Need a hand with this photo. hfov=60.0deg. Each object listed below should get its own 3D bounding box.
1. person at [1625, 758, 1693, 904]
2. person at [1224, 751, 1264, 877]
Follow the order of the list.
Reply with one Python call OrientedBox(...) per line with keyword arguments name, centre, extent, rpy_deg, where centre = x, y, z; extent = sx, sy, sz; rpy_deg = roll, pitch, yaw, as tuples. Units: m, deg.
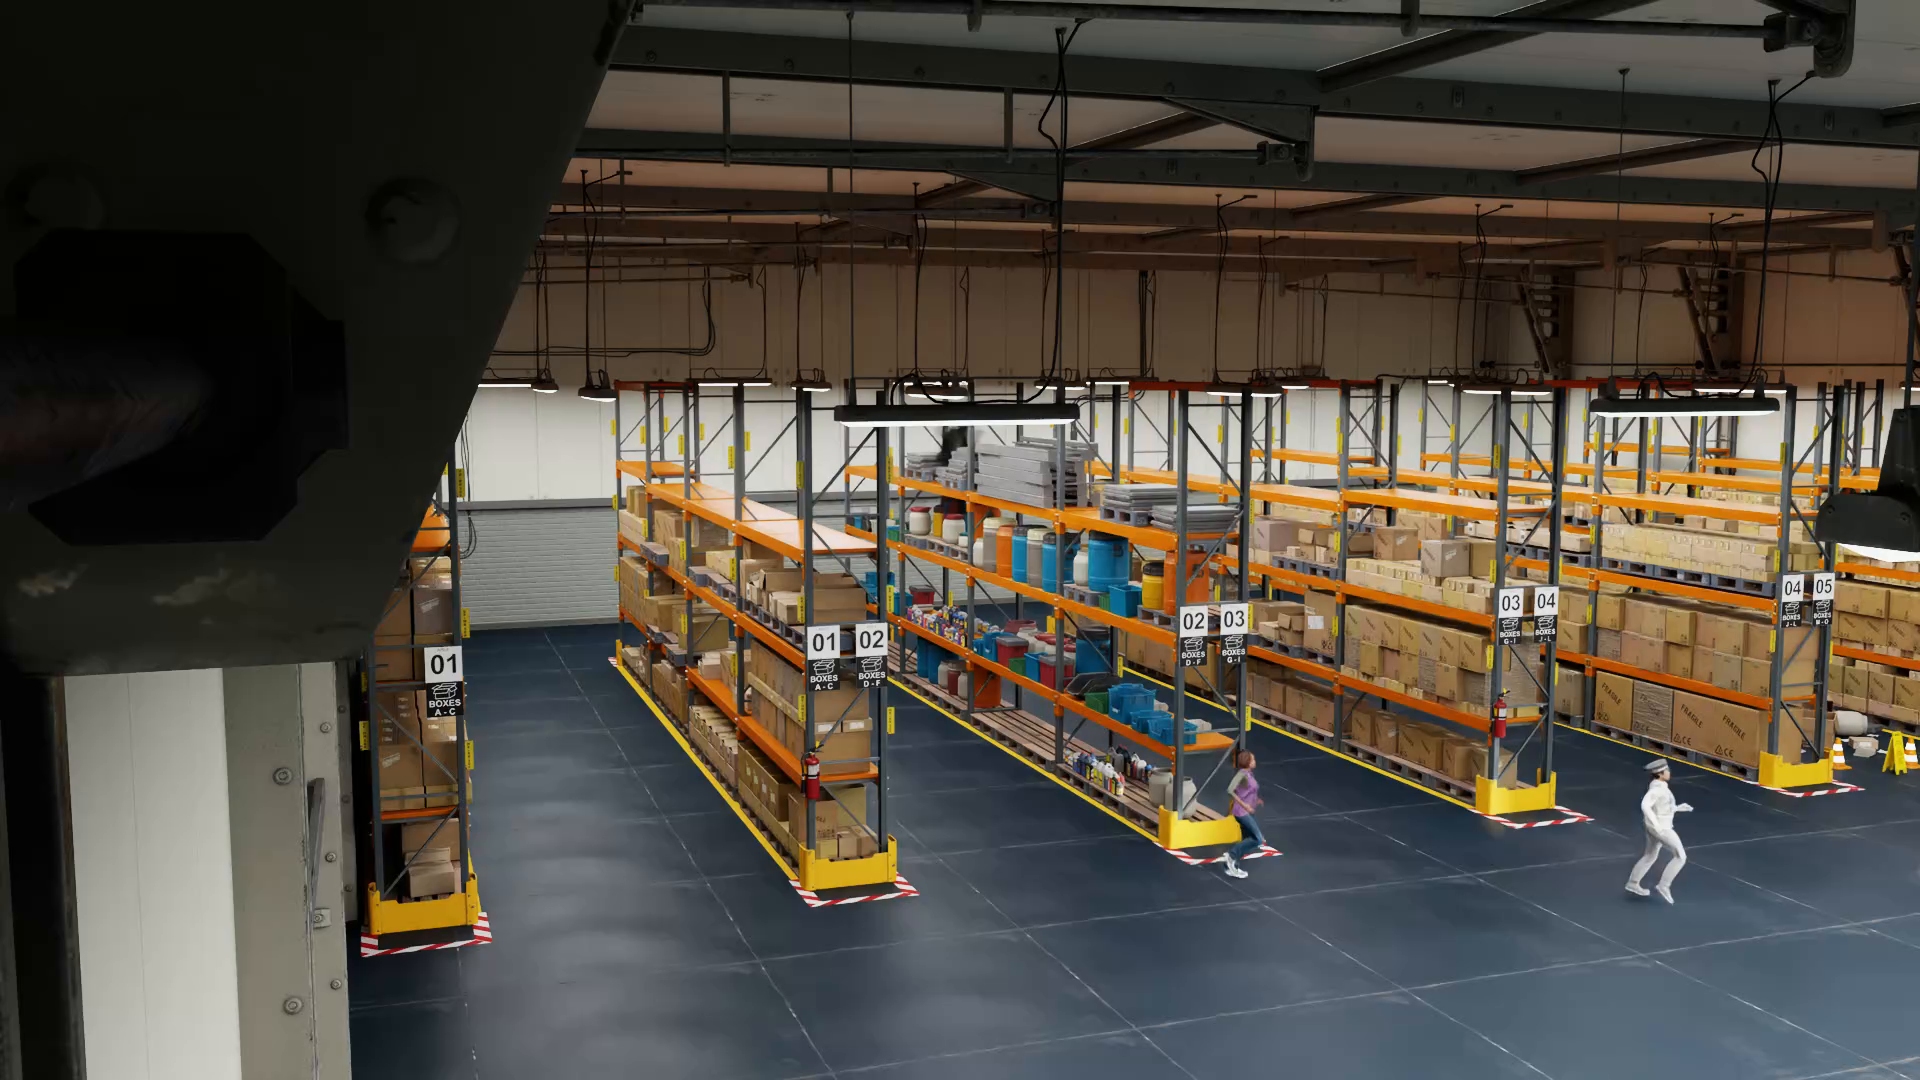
OrientedBox(name="person", centre=(8.251, 3.424, 19.600), extent=(0.708, 1.726, 0.580), rpy_deg=(1, 6, 10))
OrientedBox(name="person", centre=(3.536, 3.385, 20.567), extent=(0.467, 1.554, 0.569), rpy_deg=(2, 6, 20))
